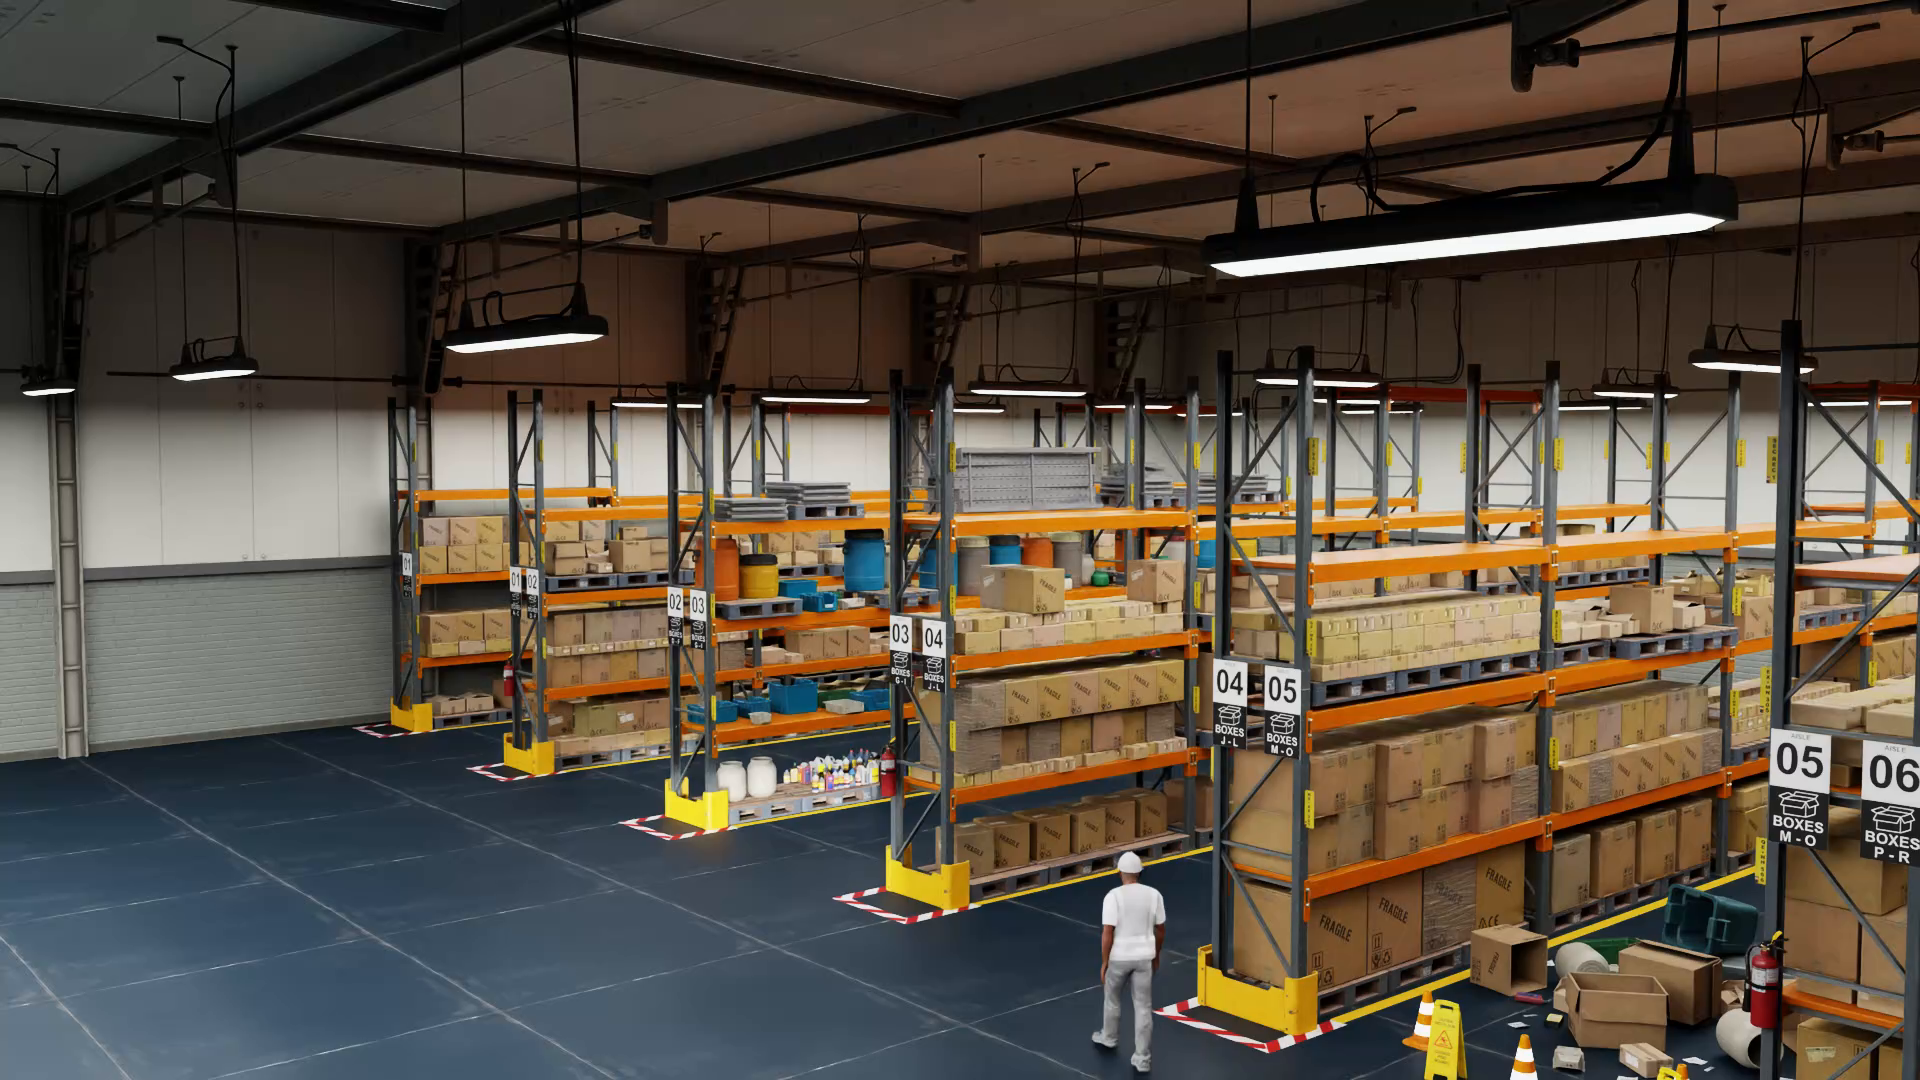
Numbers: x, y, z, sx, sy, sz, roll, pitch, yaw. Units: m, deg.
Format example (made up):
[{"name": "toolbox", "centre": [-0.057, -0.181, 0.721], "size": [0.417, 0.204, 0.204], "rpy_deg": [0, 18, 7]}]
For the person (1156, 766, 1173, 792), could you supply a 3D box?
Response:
[{"name": "person", "centre": [3.100, 2.972, 23.872], "size": [0.896, 1.552, 0.432], "rpy_deg": [-2, 4, -28]}]

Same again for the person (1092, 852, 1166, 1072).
[{"name": "person", "centre": [1.423, 3.469, 13.920], "size": [0.607, 1.718, 0.925], "rpy_deg": [-1, 3, -9]}]
